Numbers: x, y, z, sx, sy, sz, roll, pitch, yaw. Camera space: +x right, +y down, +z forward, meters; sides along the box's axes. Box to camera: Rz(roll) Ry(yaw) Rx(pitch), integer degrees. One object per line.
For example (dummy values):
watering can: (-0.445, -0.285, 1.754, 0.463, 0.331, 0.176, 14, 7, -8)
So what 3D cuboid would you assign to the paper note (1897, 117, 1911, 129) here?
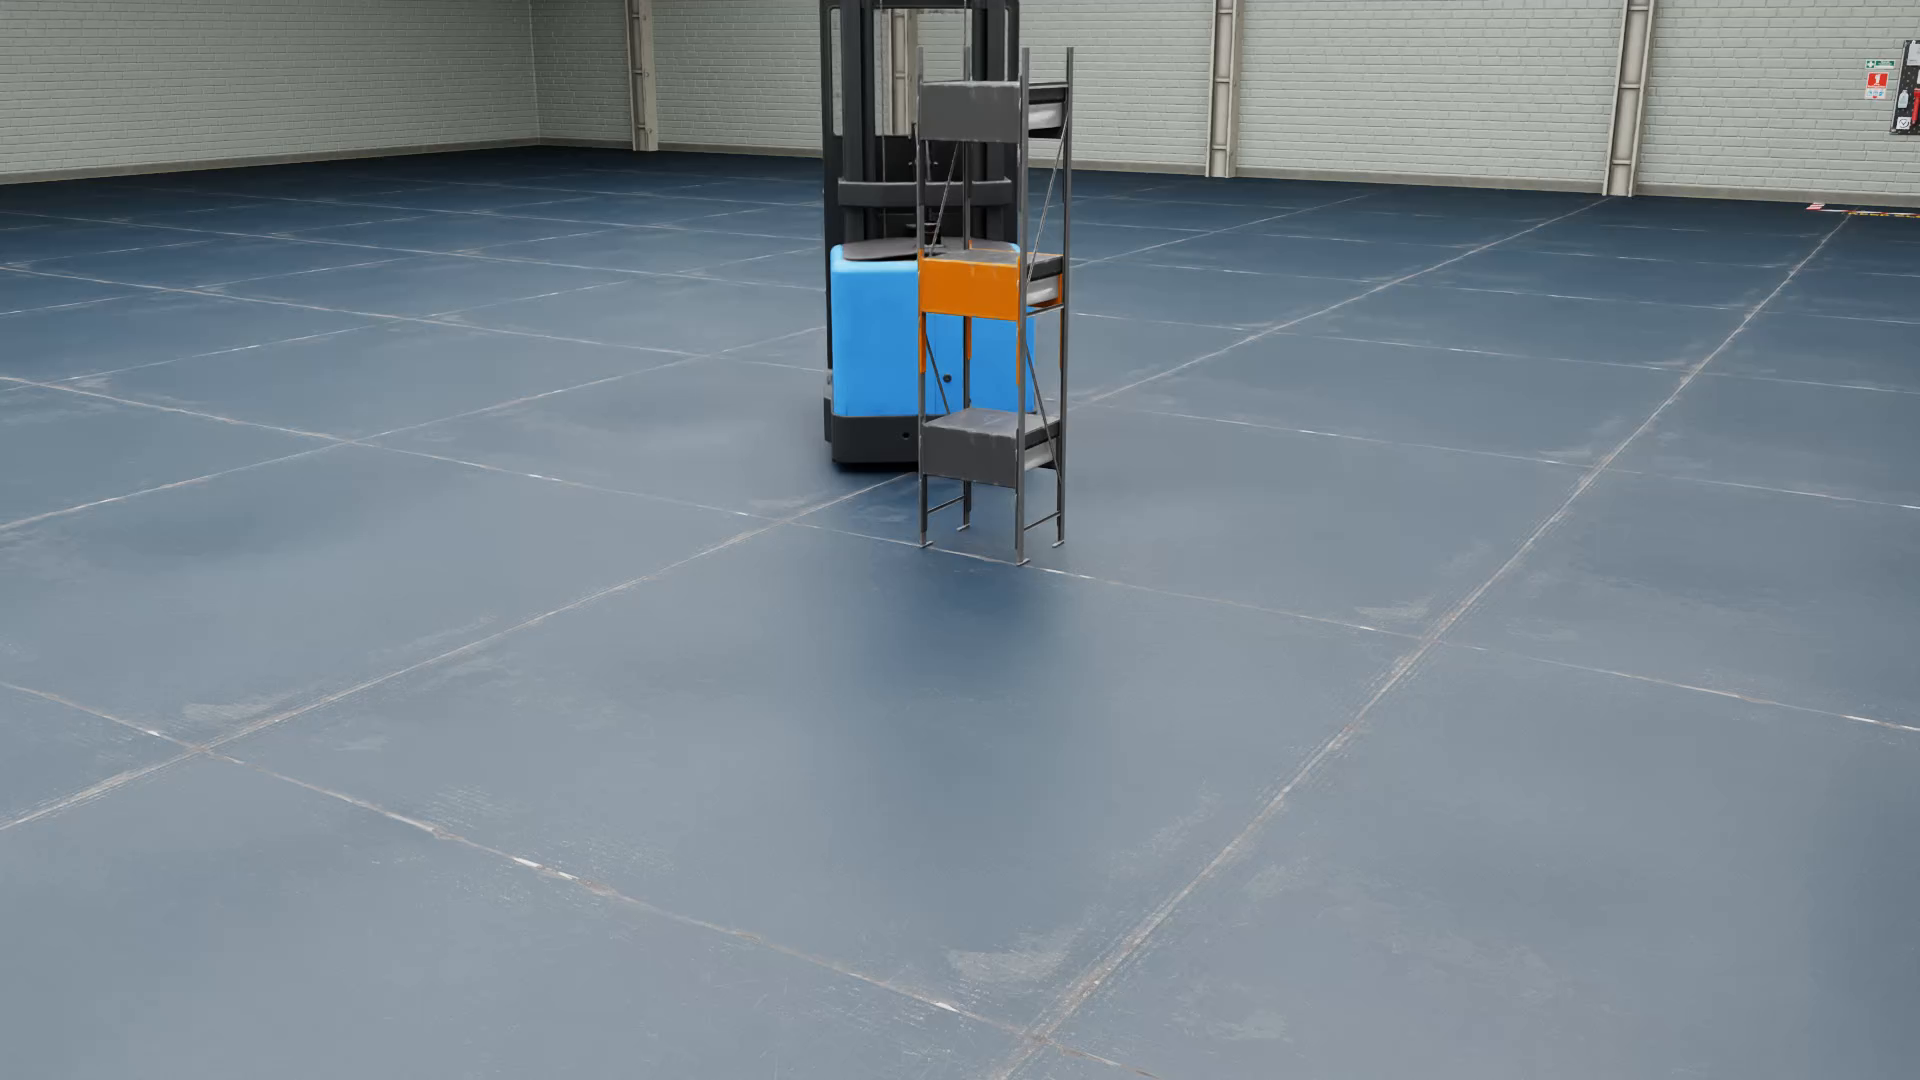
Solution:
paper note: (12.147, -5.367, 21.403, 0.142, 0.148, 0.016, 10, 20, 30)

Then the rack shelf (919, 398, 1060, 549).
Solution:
rack shelf: (0.141, -0.297, 7.201, 0.480, 0.518, 0.431, 10, 20, 30)

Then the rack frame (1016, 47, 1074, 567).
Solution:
rack frame: (0.349, -0.942, 6.871, 0.015, 2.100, 0.400, 10, 20, 30)

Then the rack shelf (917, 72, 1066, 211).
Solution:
rack shelf: (0.141, -1.636, 6.794, 0.480, 0.518, 0.431, 10, 20, 30)

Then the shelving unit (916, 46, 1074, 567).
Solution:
shelving unit: (0.141, -0.979, 6.993, 0.503, 2.100, 0.431, 10, 20, 30)

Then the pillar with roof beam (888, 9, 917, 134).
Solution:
pillar with roof beam: (-3.243, -9.901, 24.493, 0.400, 9.000, 9.100, 10, 20, 30)

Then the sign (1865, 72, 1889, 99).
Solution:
sign: (11.845, -5.871, 21.486, 0.234, 0.329, 0.001, 10, 20, 30)

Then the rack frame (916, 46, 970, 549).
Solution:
rack frame: (-0.067, -1.017, 7.115, 0.015, 2.100, 0.400, 10, 20, 30)

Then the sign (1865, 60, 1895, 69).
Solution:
sign: (11.844, -6.122, 21.400, 0.331, 0.109, 0.001, 10, 20, 30)

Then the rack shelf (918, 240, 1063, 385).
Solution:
rack shelf: (0.141, -0.966, 6.997, 0.480, 0.518, 0.431, 10, 20, 30)

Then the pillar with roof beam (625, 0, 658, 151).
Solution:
pillar with roof beam: (-8.356, -10.814, 27.498, 0.400, 9.000, 9.100, 10, 20, 30)

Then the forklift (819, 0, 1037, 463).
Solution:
forklift: (-0.240, -2.171, 9.486, 1.130, 2.935, 3.031, -1, 17, -4)

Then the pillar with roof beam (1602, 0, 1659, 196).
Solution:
pillar with roof beam: (6.982, -8.076, 18.484, 0.400, 9.000, 9.100, 10, 20, 30)

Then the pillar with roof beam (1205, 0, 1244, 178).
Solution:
pillar with roof beam: (1.869, -8.988, 21.489, 0.400, 9.000, 9.100, 10, 20, 30)

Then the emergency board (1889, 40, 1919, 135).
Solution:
emergency board: (12.264, -5.750, 21.150, 0.626, 1.169, 0.157, 10, 20, 30)
